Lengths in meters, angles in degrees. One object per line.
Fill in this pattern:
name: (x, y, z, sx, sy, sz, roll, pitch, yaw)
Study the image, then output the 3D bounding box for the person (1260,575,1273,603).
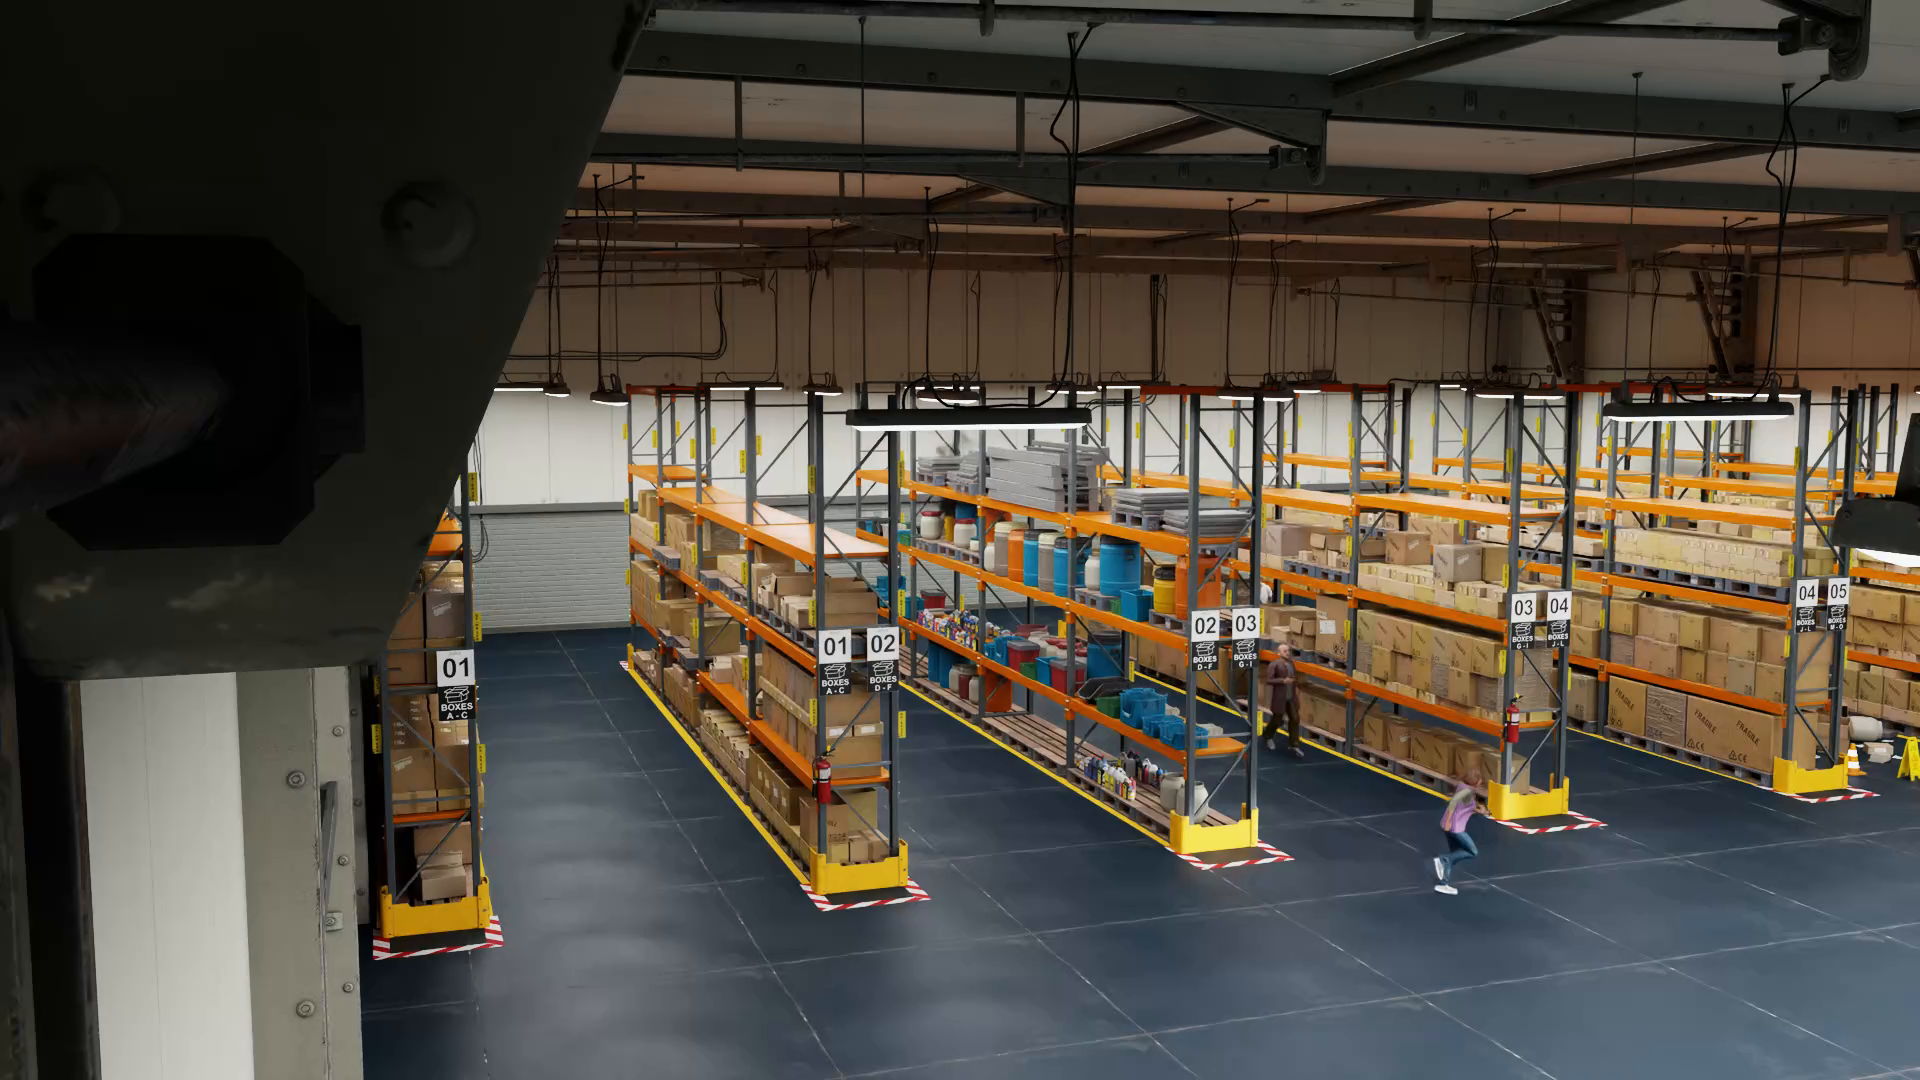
person: (6.680, 1.593, 37.257, 0.708, 1.761, 0.877, -1, 6, -10)

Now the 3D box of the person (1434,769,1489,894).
person: (6.059, 3.513, 20.075, 0.649, 1.527, 0.525, 0, 6, 2)

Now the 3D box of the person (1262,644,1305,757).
person: (5.308, 2.598, 27.289, 0.701, 1.792, 0.949, -3, 7, -25)
